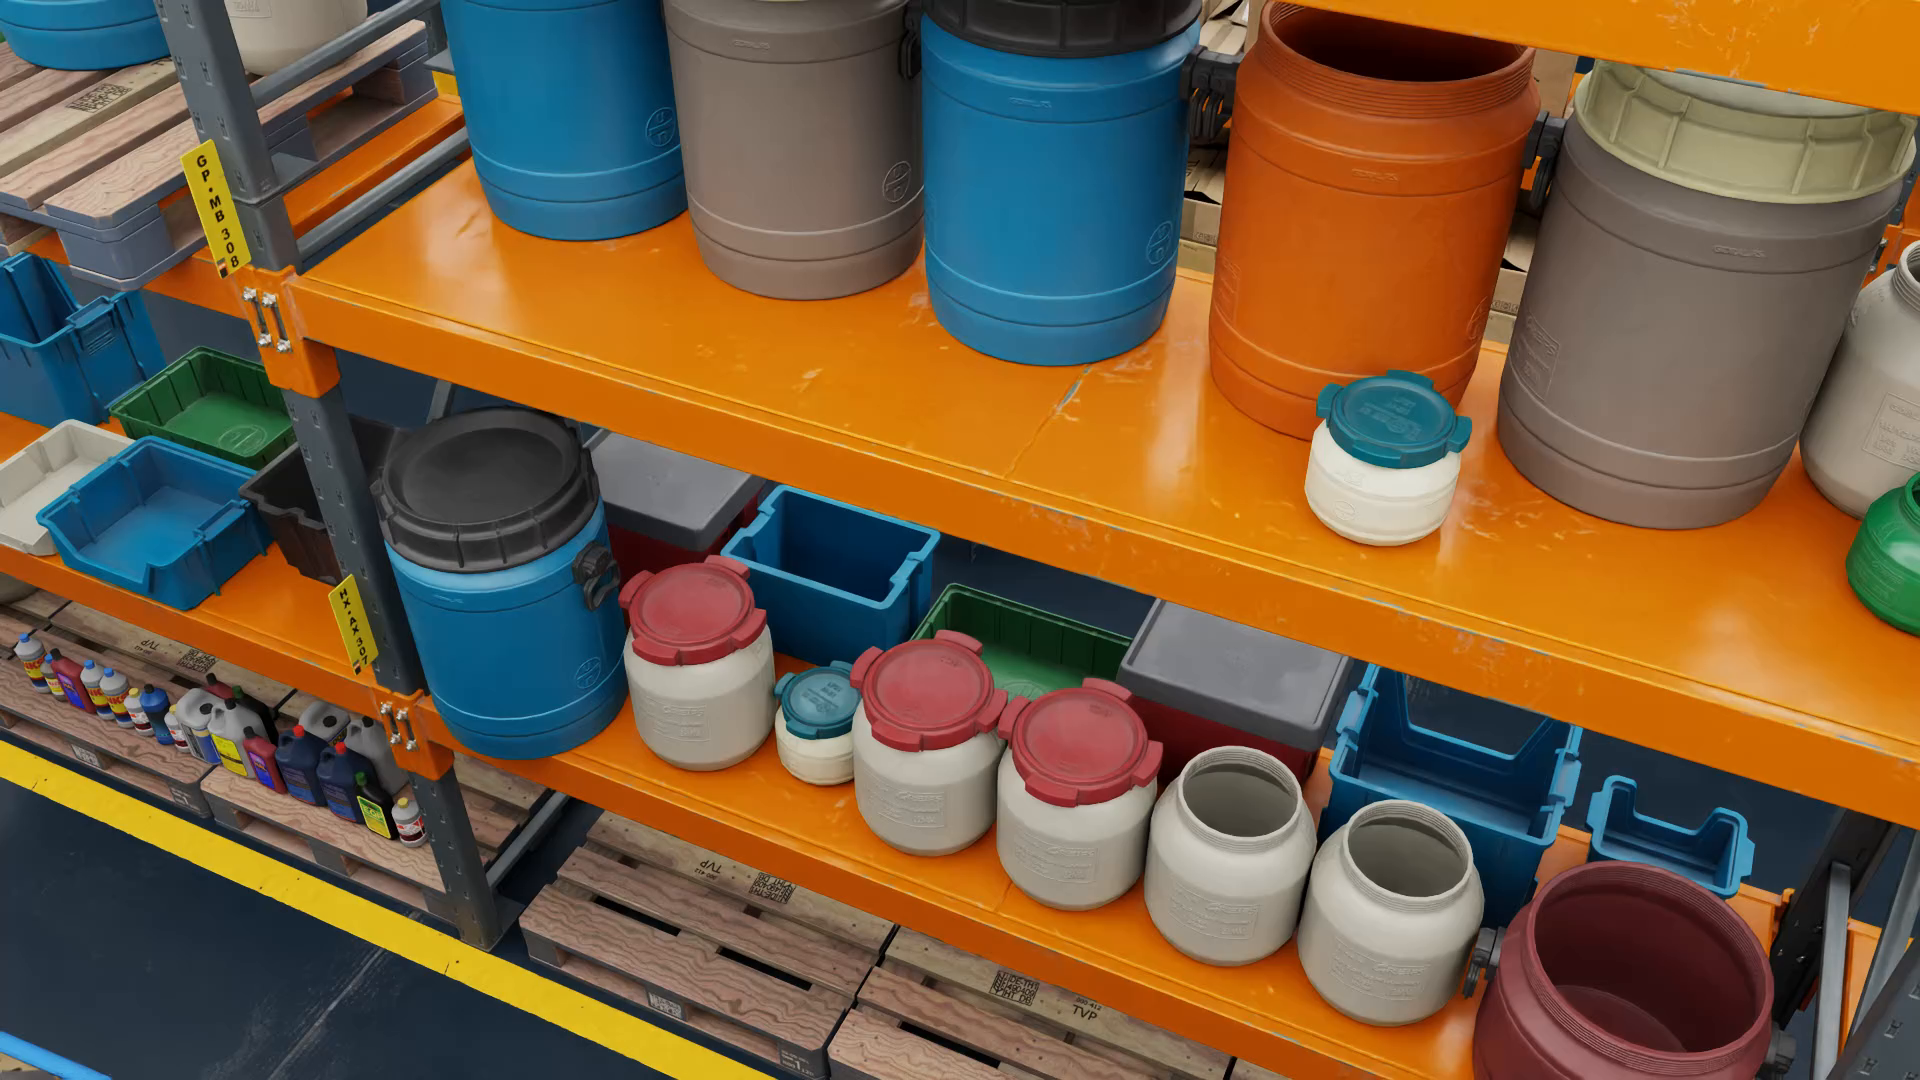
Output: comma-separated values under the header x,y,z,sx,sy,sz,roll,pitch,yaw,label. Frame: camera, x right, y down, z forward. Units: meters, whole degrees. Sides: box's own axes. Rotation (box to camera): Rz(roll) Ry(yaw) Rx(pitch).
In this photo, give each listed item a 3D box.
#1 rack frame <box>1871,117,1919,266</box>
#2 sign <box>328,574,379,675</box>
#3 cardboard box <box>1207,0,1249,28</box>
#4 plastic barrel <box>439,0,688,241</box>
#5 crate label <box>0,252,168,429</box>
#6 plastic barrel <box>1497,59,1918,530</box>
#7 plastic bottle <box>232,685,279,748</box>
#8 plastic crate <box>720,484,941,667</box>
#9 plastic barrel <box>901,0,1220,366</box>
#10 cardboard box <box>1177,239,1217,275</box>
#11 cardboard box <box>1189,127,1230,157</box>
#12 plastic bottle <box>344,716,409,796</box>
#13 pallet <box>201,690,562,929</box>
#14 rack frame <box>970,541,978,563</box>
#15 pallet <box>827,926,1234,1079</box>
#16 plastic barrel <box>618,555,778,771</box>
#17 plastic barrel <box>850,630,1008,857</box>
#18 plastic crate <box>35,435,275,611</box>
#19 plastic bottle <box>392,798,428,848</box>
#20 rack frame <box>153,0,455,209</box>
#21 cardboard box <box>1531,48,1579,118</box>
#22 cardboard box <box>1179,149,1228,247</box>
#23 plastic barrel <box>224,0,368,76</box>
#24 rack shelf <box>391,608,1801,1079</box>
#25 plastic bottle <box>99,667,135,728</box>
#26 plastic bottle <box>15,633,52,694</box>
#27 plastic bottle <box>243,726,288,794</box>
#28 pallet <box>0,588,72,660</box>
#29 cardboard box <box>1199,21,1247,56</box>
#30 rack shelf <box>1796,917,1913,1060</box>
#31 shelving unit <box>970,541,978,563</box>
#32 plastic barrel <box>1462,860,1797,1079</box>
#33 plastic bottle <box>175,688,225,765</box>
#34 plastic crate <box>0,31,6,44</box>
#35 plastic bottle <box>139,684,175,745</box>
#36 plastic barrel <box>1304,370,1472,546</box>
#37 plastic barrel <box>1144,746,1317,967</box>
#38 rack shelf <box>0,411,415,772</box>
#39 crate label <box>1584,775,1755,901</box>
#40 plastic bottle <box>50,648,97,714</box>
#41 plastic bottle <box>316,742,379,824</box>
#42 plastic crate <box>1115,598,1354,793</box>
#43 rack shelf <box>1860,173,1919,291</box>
x,y,z,sx,sy,sz,roll,pitch,yaw,label
4.200,-1.801,7.421,0.127,3.000,1.000,17,44,19,rack frame
-1.765,0.249,4.845,0.005,0.325,0.100,17,44,19,sign
1.449,-2.723,8.588,0.258,0.266,0.396,16,43,18,cardboard box
-0.970,-1.280,4.148,0.708,0.901,0.600,17,44,19,plastic barrel
-3.365,-0.741,6.172,0.616,0.435,0.502,17,44,19,crate label
1.450,-0.541,3.295,0.600,0.901,0.600,0,41,0,plastic barrel
-2.675,0.673,6.305,0.133,0.283,0.061,17,44,19,plastic bottle
-0.392,0.157,5.174,0.575,0.384,0.392,17,44,19,plastic crate
0.215,-0.918,3.730,0.708,0.901,0.600,17,44,19,plastic barrel
1.298,-1.627,9.000,0.500,0.250,0.500,18,44,20,cardboard box
1.537,-2.158,9.184,0.500,0.311,0.500,18,44,20,cardboard box
-2.167,0.772,6.139,0.185,0.351,0.144,17,44,19,plastic bottle
-2.114,0.873,6.465,1.213,0.211,1.003,17,44,19,pallet
0.099,-0.310,7.304,0.006,0.900,0.240,17,44,19,rack frame
0.315,1.616,5.609,1.213,0.211,1.003,17,44,19,pallet
-0.749,0.374,4.808,0.433,0.535,0.433,0,41,0,plastic barrel
-0.084,0.577,4.574,0.433,0.535,0.433,0,41,0,plastic barrel
-2.641,-0.059,5.525,0.616,0.251,0.499,17,44,19,plastic crate
-1.983,1.006,5.984,0.097,0.201,0.097,0,41,0,plastic bottle
-1.523,-2.237,3.344,0.127,3.000,1.000,17,44,19,rack frame
2.672,-2.294,7.914,0.500,0.500,0.500,15,43,16,cardboard box
1.295,-1.836,8.813,0.500,0.311,0.500,17,44,18,cardboard box
-1.830,-1.540,4.424,0.421,0.512,0.421,0,41,0,plastic barrel
0.290,0.856,4.905,4.000,0.370,1.077,17,44,19,rack shelf
-3.235,0.597,6.402,0.097,0.271,0.097,0,41,0,plastic bottle
-3.636,0.475,6.543,0.097,0.271,0.097,0,41,0,plastic bottle
-2.567,0.810,6.147,0.133,0.283,0.061,20,45,21,plastic bottle
-4.325,0.198,7.245,1.213,0.211,1.003,17,44,19,pallet
1.291,-2.447,8.359,0.250,0.149,0.380,17,44,19,cardboard box
3.915,1.964,3.627,4.000,0.370,1.077,17,44,19,rack shelf
0.007,-0.338,7.337,0.210,0.900,0.258,17,44,19,shelving unit
1.553,1.138,3.927,0.708,0.536,0.600,17,44,19,plastic barrel
-2.840,0.696,6.284,0.135,0.276,0.152,18,44,19,plastic bottle
-2.838,-1.621,5.086,0.450,0.188,0.336,17,44,19,plastic crate
-3.052,0.653,6.337,0.097,0.271,0.097,0,41,0,plastic bottle
0.851,-0.157,3.340,0.301,0.262,0.301,0,41,0,plastic barrel
0.698,0.821,4.311,0.421,0.512,0.421,0,41,0,plastic barrel
-3.335,-0.252,6.183,4.000,0.370,1.077,17,44,19,rack shelf
1.879,0.862,4.477,0.416,0.233,0.303,17,44,19,crate label
-3.439,0.544,6.455,0.133,0.283,0.061,18,44,19,plastic bottle
-2.228,0.858,6.041,0.185,0.351,0.144,16,43,18,plastic bottle
0.767,0.485,4.736,0.583,0.464,0.402,17,44,19,plastic crate
6.012,-0.975,7.018,4.000,0.370,1.077,17,44,19,rack shelf
